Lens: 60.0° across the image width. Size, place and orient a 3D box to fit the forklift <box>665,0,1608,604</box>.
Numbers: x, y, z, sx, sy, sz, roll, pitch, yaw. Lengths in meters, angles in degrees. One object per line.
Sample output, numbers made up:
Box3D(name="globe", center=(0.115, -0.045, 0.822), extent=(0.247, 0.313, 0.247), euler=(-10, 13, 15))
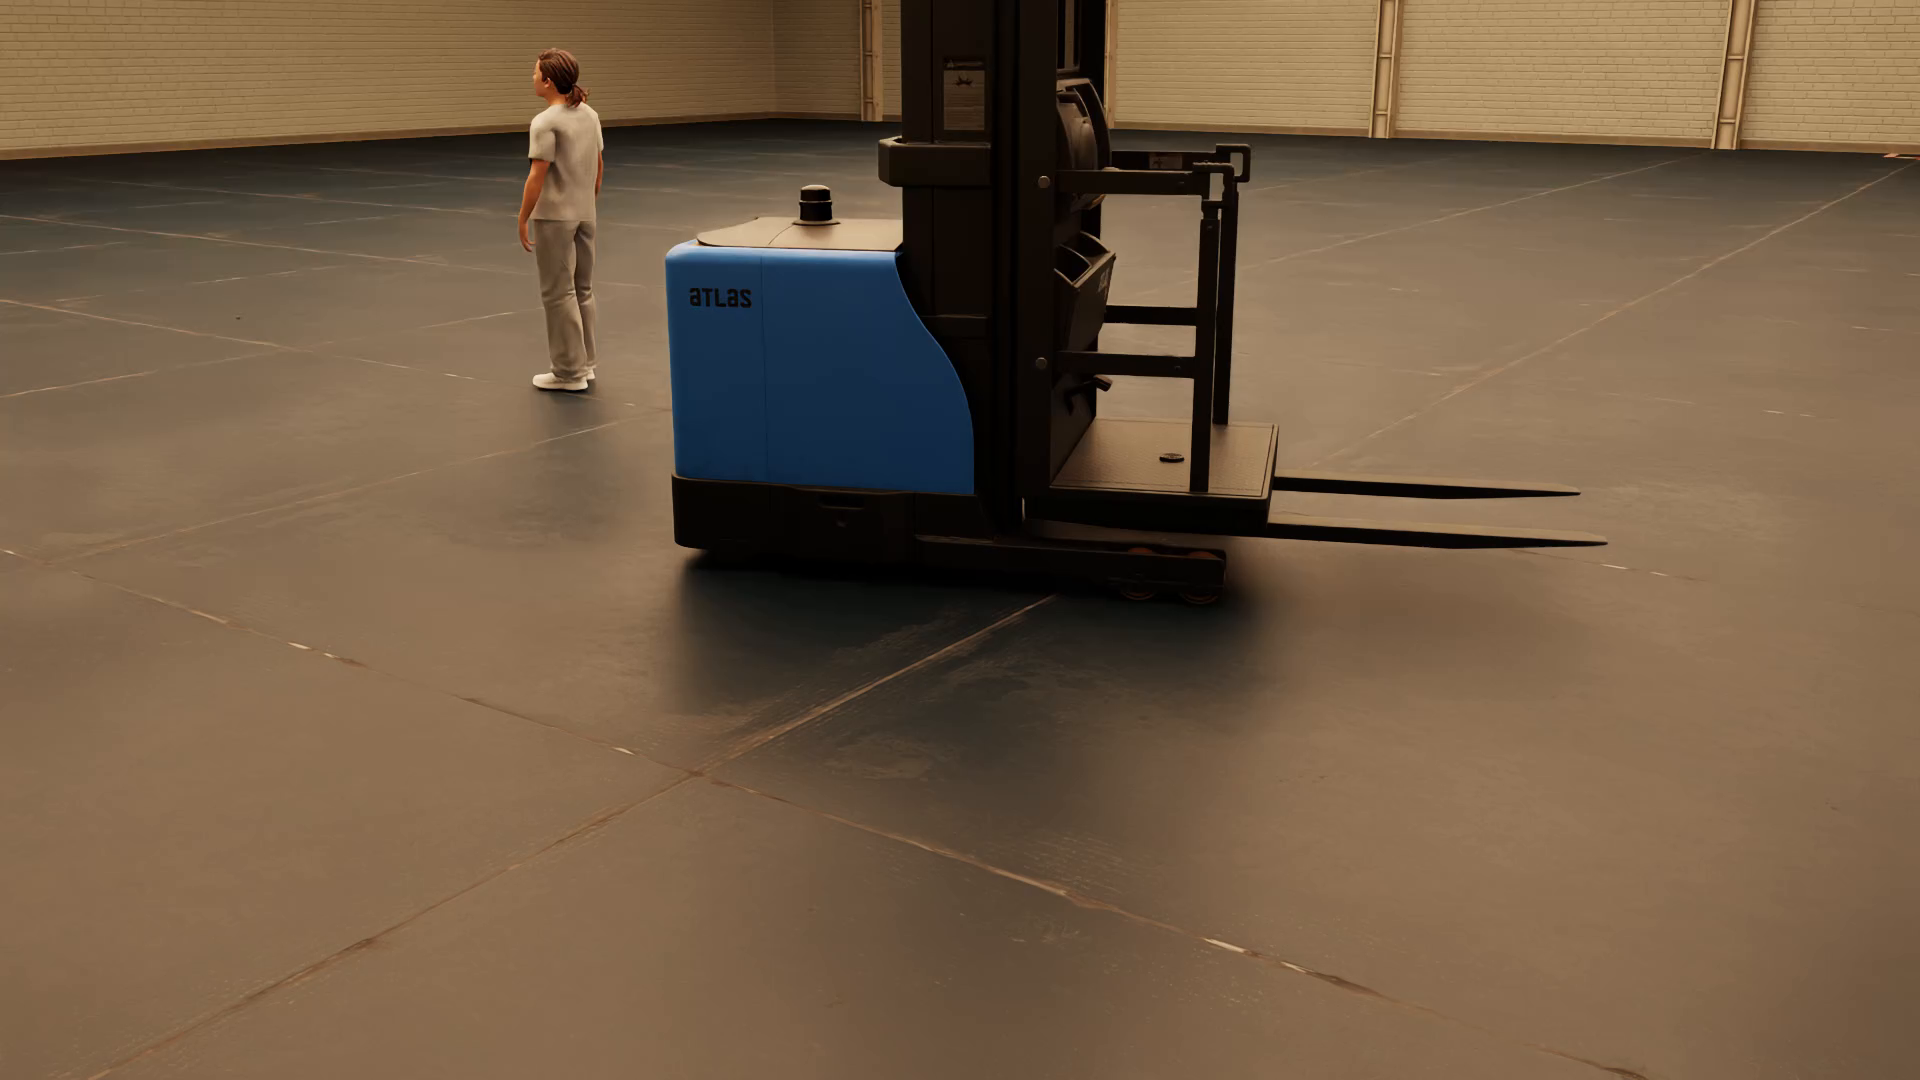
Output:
Box3D(name="forklift", center=(0.595, -1.367, 5.404), extent=(3.031, 2.935, 1.130), euler=(4, 17, 12))

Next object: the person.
Box3D(name="person", center=(-2.024, -1.578, 8.297), extent=(0.550, 1.664, 0.550), euler=(9, 19, 27))
